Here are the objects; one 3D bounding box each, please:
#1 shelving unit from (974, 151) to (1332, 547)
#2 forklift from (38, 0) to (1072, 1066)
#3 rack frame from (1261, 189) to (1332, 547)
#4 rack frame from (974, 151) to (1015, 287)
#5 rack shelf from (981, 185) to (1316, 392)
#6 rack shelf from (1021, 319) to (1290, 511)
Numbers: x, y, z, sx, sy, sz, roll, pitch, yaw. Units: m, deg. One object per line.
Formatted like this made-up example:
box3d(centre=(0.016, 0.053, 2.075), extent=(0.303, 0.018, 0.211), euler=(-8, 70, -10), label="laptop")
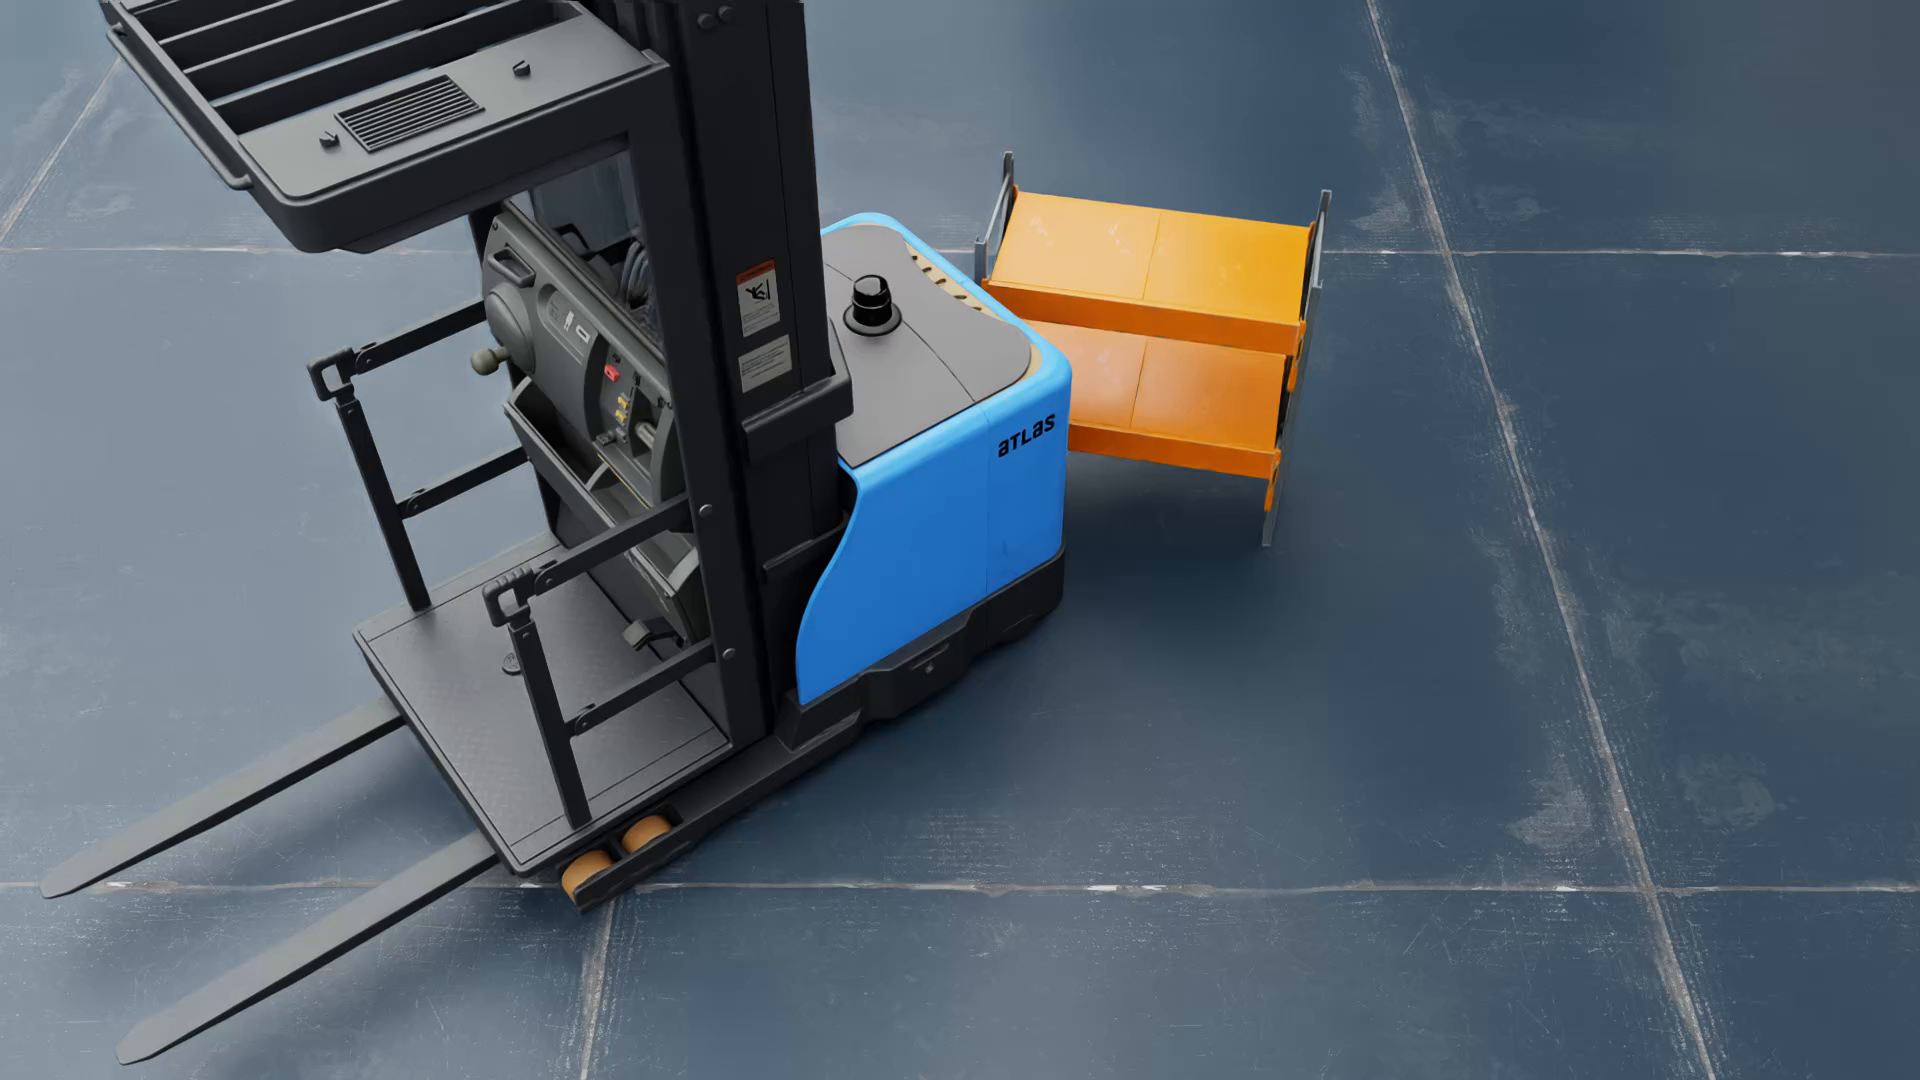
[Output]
box3d(centre=(0.608, -0.618, 5.557), extent=(1.048, 1.125, 0.538), euler=(9, 48, 8), label="shelving unit")
box3d(centre=(-1.134, -0.390, 4.111), extent=(3.031, 2.935, 1.130), euler=(-30, 54, -25), label="forklift")
box3d(centre=(1.105, -0.541, 5.485), extent=(0.032, 1.125, 0.500), euler=(9, 48, 8), label="rack frame")
box3d(centre=(0.110, -0.696, 5.629), extent=(0.032, 1.125, 0.500), euler=(9, 48, 8), label="rack frame")
box3d(centre=(0.608, -0.818, 5.343), extent=(1.000, 0.278, 0.538), euler=(9, 48, 8), label="rack shelf")
box3d(centre=(0.608, -0.452, 5.736), extent=(1.000, 0.278, 0.538), euler=(9, 48, 8), label="rack shelf")
